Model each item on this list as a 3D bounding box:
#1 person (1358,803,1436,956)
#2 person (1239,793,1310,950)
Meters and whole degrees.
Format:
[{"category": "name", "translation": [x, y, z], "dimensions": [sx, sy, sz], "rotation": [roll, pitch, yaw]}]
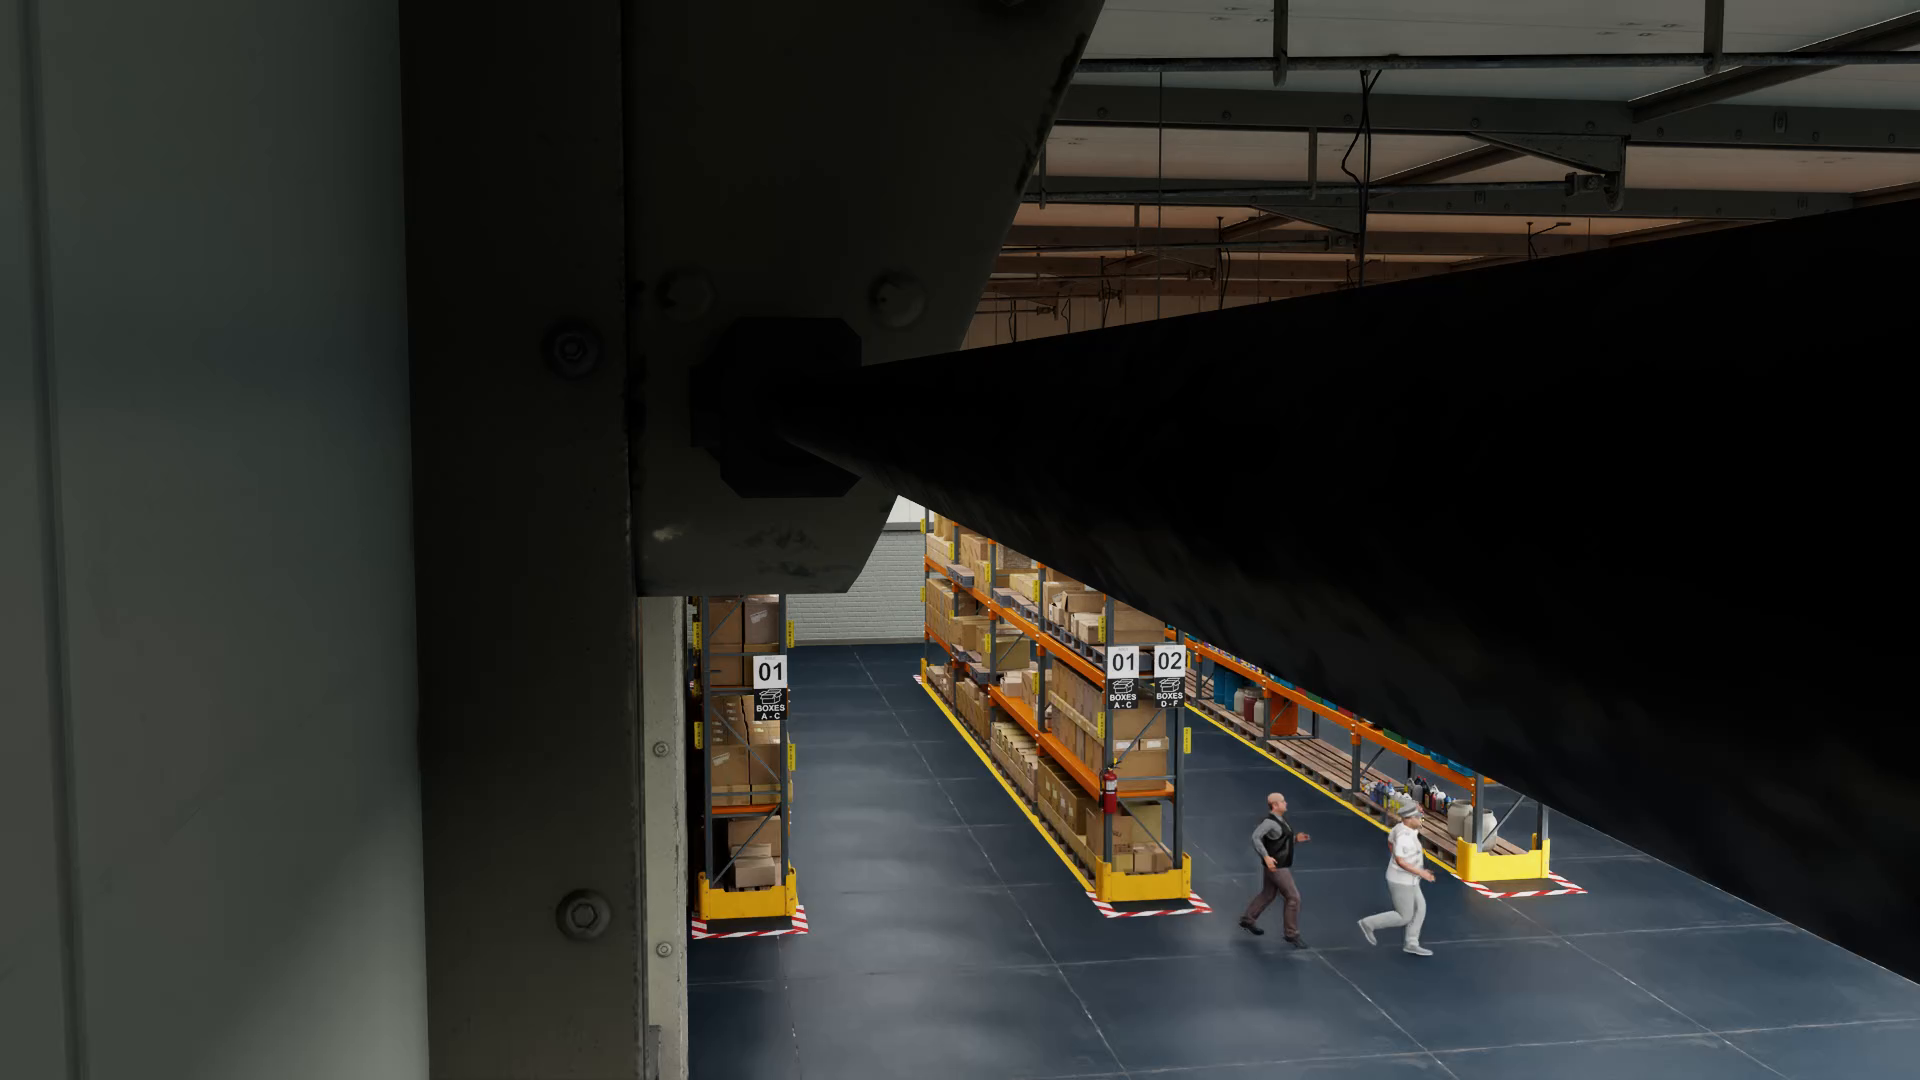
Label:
[{"category": "person", "translation": [4.934, 3.815, 18.764], "dimensions": [0.831, 1.752, 0.656], "rotation": [1, 5, 14]}, {"category": "person", "translation": [3.620, 3.784, 19.113], "dimensions": [0.806, 1.771, 0.632], "rotation": [1, 5, 14]}]
